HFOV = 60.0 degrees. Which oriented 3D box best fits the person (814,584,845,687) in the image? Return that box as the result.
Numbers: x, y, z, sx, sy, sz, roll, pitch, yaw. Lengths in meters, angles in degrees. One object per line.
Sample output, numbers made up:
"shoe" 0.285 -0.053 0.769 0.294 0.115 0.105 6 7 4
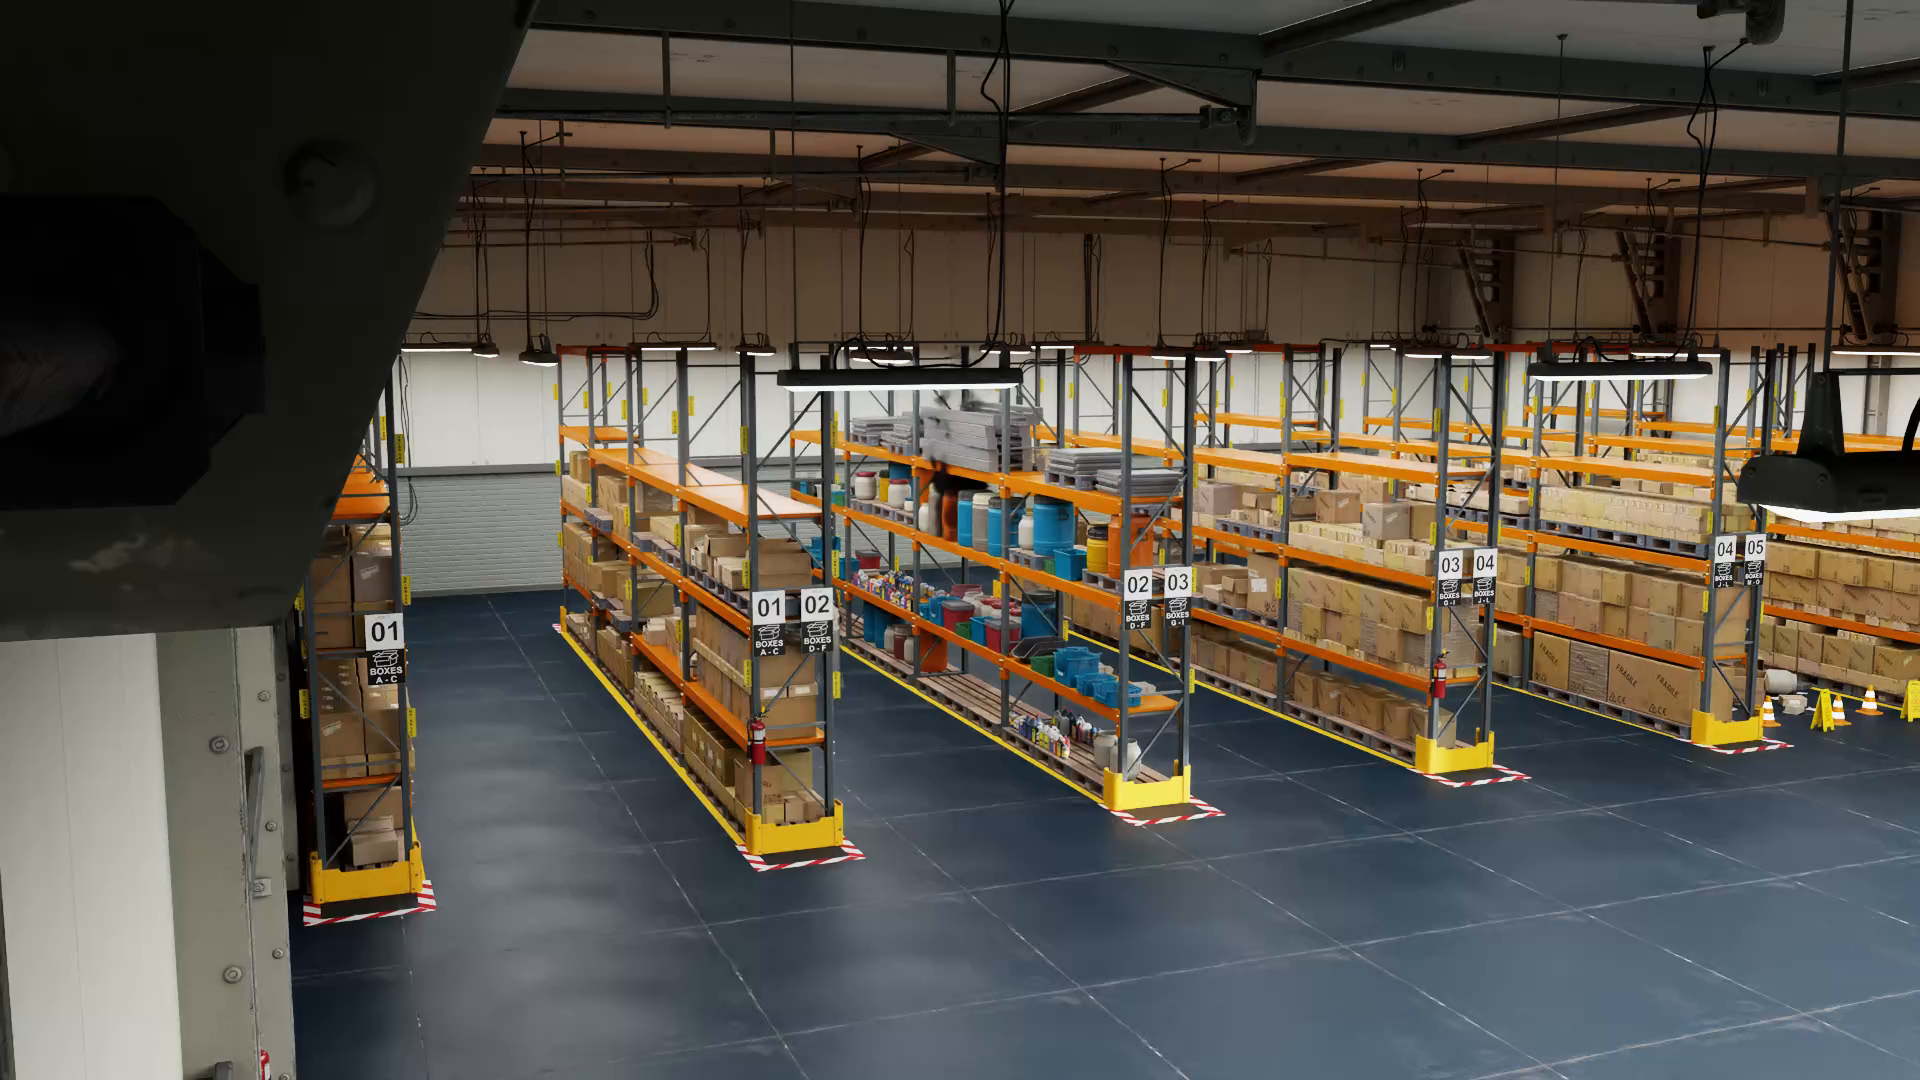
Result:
"person" -2.248 1.592 28.284 0.574 1.734 0.820 -5 9 -33
